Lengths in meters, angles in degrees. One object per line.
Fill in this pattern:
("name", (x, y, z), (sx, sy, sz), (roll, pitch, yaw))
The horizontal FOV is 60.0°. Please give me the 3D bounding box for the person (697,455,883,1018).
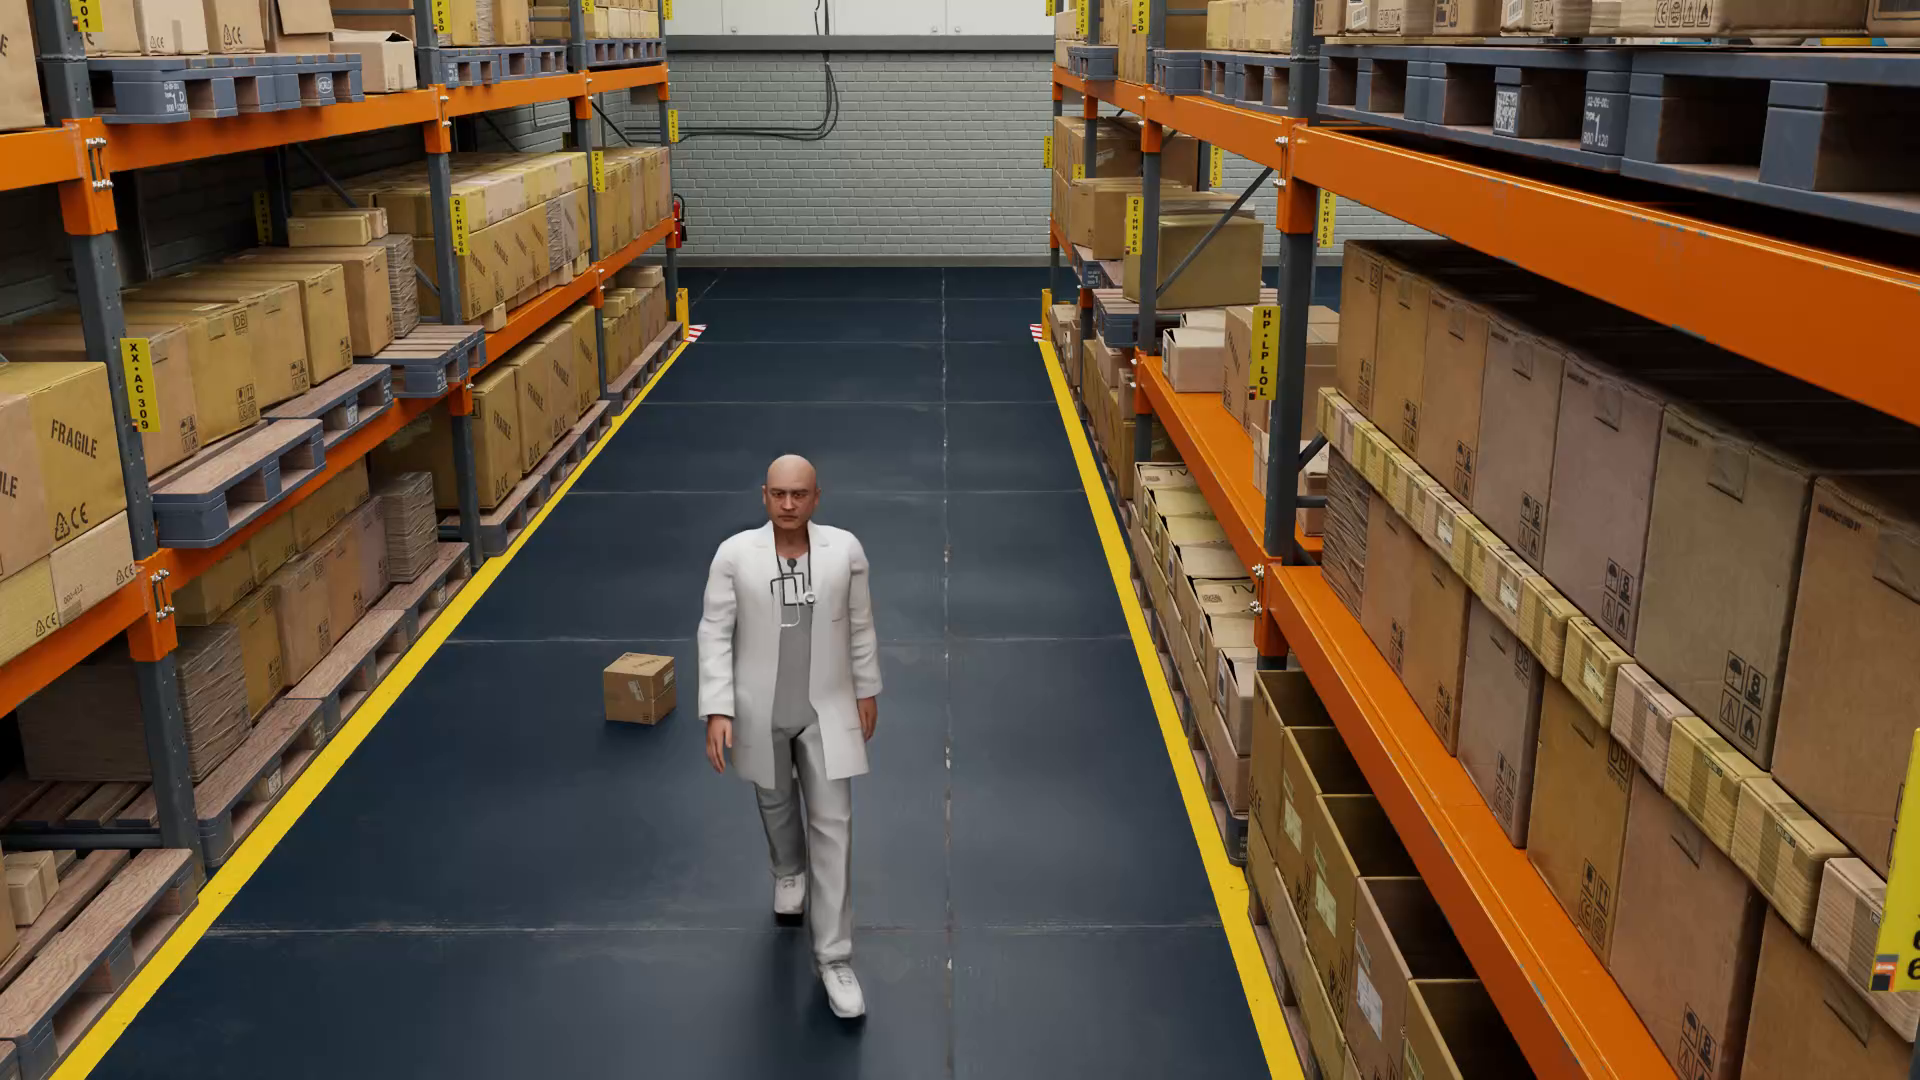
("person", (-0.559, 0.588, 5.578), (0.623, 1.728, 1.047), (-2, 17, -5))
